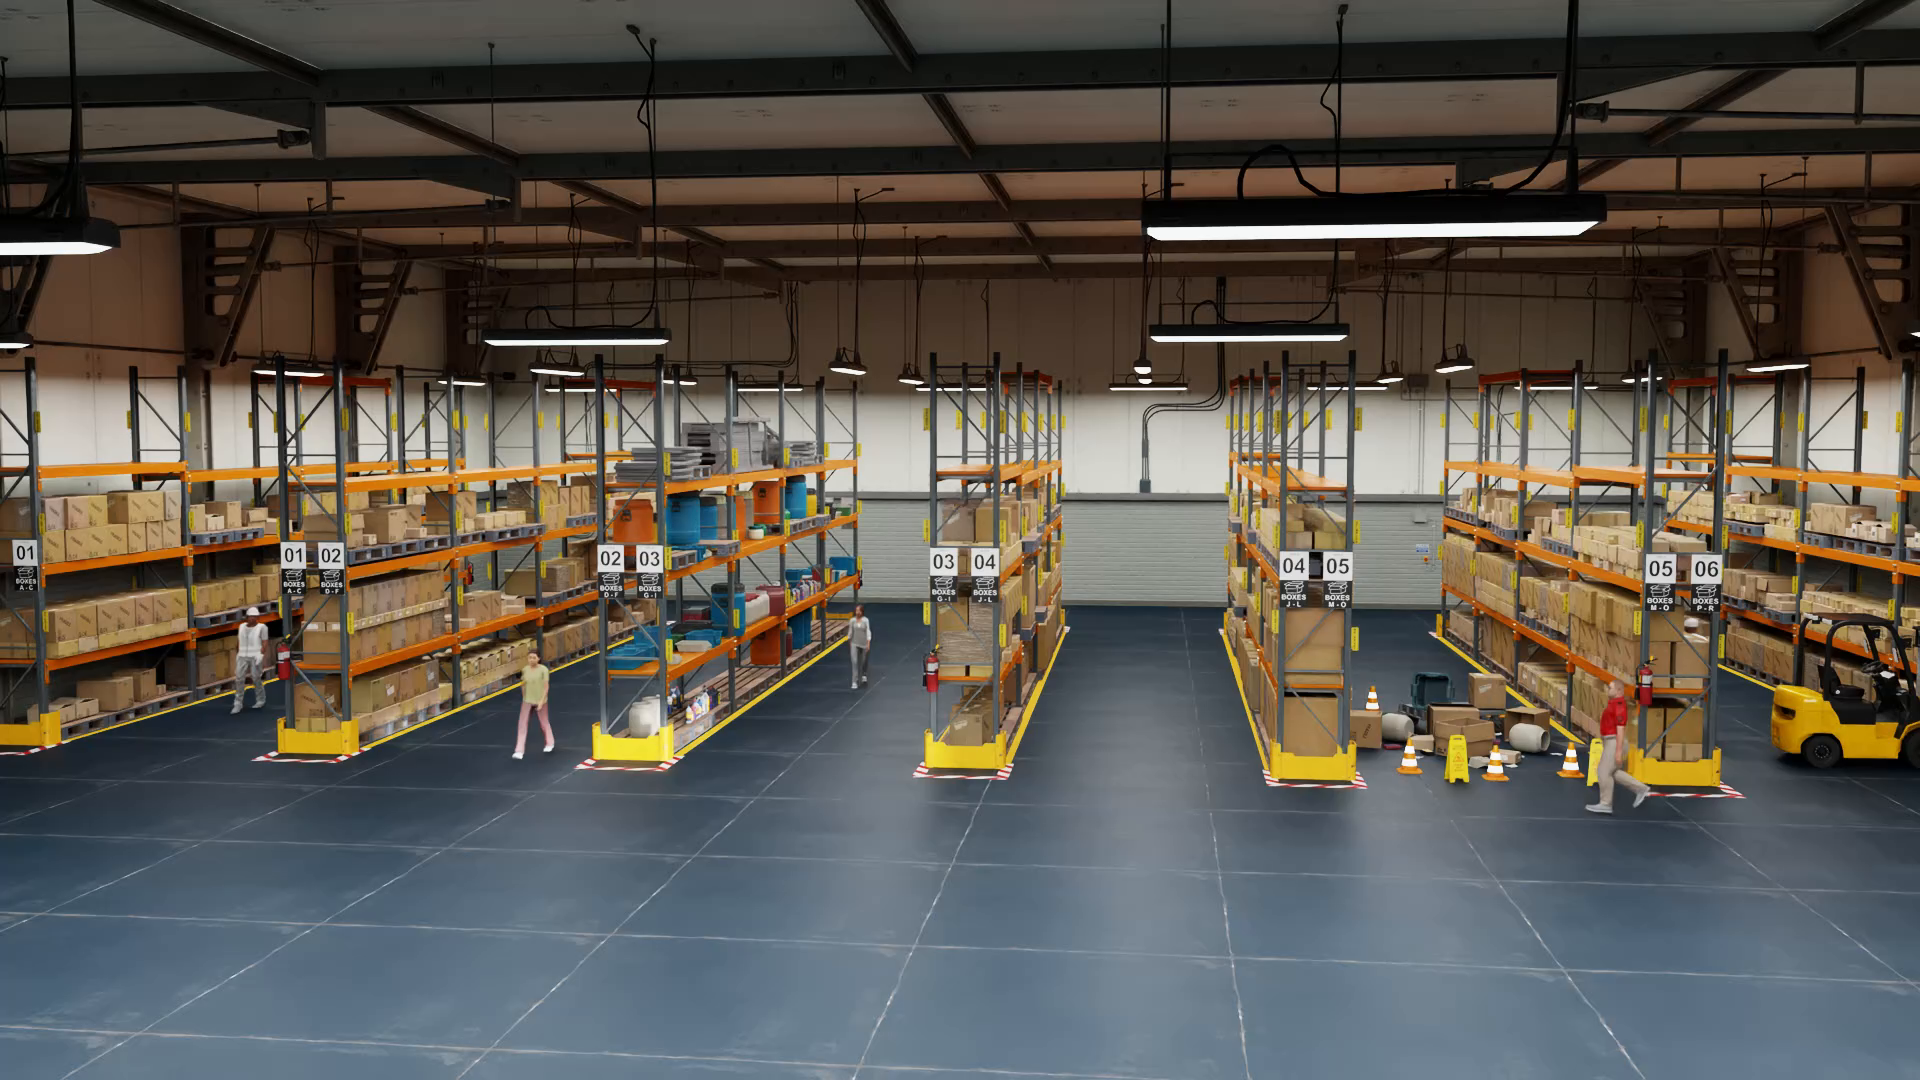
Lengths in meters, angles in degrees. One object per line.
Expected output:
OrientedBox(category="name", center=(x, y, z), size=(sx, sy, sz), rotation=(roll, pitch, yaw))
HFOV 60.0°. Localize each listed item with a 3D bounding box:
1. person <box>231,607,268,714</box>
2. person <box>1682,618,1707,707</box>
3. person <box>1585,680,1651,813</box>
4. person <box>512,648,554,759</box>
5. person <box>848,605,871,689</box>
OrientedBox(category="person", center=(-12.381, 2.081, 28.880), size=(0.586, 1.786, 0.730), rotation=(0, 4, 0))
OrientedBox(category="person", center=(12.082, 2.185, 27.520), size=(0.609, 1.787, 0.403), rotation=(-1, 4, -16))
OrientedBox(category="person", center=(8.428, 2.631, 21.244), size=(0.786, 1.698, 0.547), rotation=(1, 4, 17))
OrientedBox(category="person", center=(-6.381, 2.429, 24.860), size=(0.483, 1.628, 0.910), rotation=(0, 4, -2))
OrientedBox(category="person", center=(-1.898, 1.991, 31.354), size=(0.435, 1.538, 0.972), rotation=(0, 4, 0))
